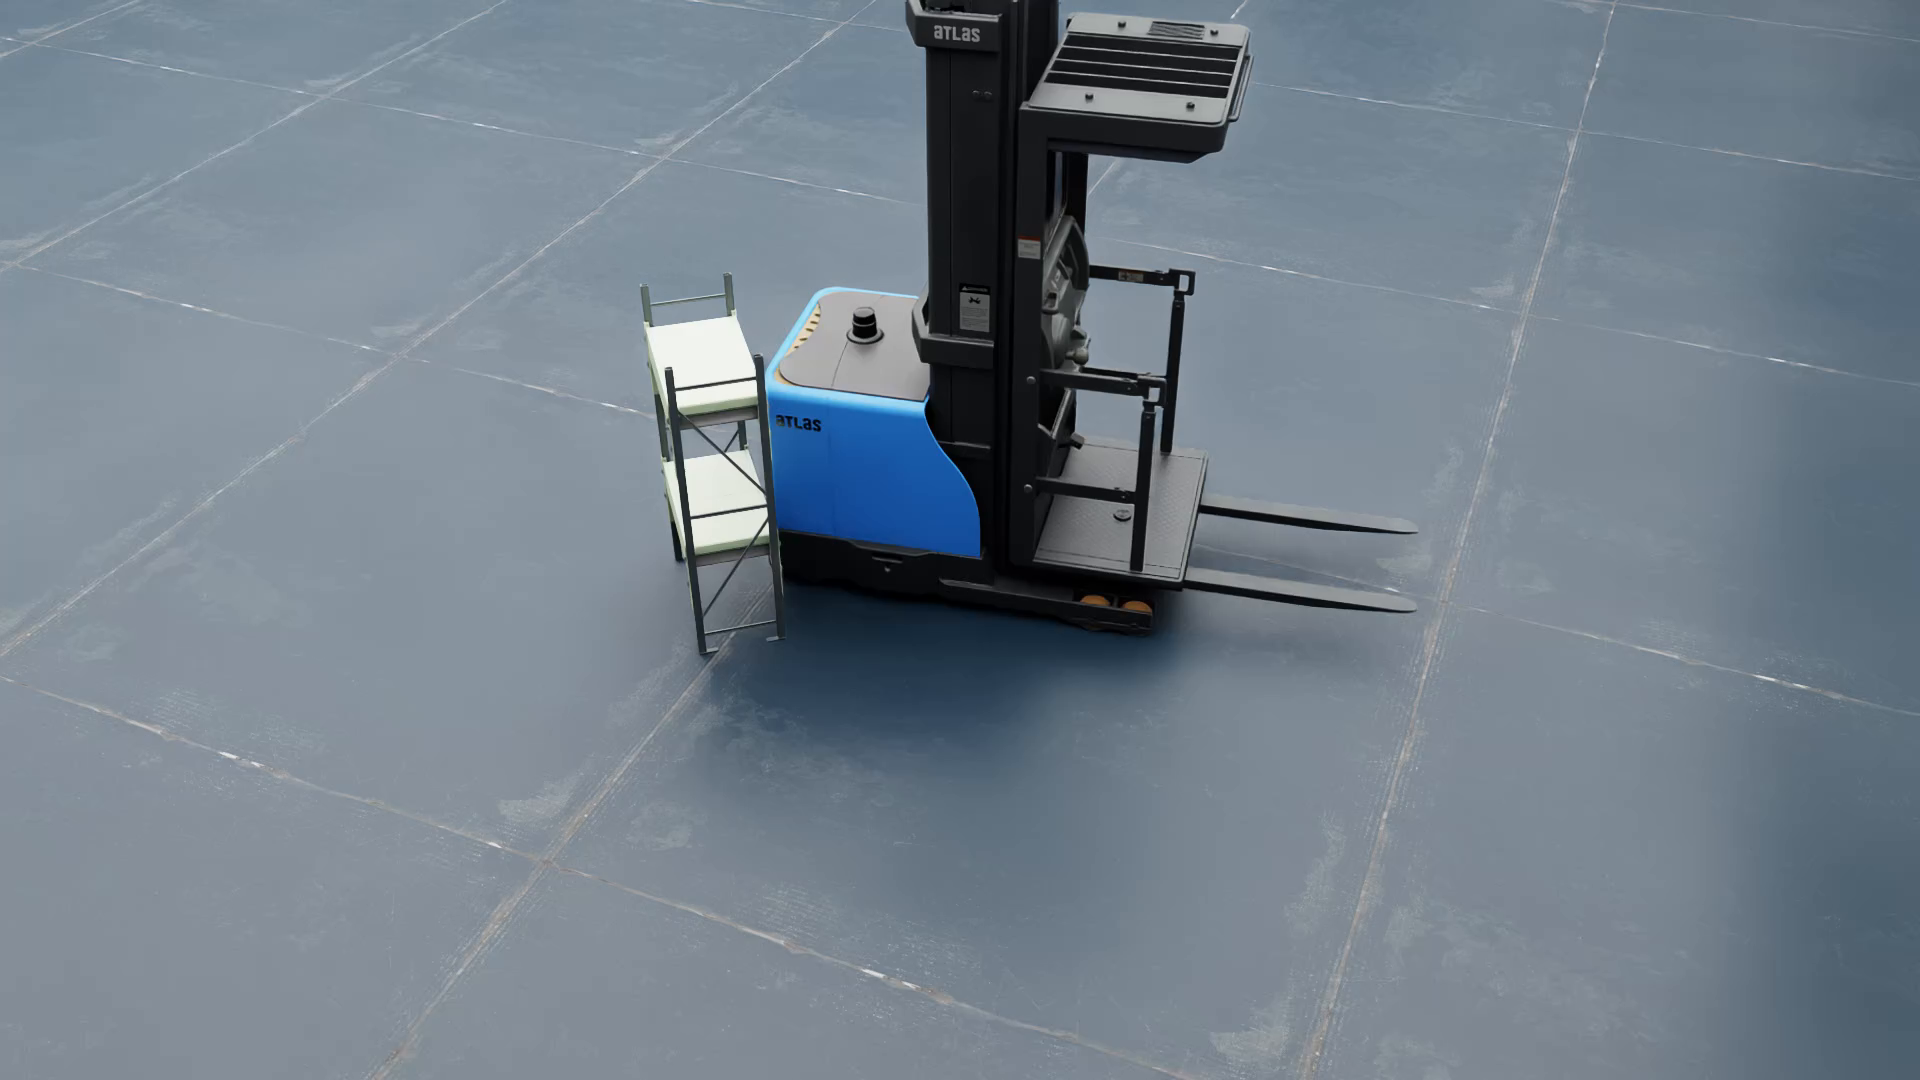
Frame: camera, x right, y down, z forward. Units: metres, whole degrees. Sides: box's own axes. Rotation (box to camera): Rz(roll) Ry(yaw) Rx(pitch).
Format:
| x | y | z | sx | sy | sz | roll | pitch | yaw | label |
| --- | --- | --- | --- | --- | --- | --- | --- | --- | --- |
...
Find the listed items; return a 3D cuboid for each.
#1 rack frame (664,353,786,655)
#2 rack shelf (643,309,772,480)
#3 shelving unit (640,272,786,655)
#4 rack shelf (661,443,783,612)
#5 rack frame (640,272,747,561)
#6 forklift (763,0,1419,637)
| x | y | z | sx | sy | sz | roll | pitch | yaw | label |
| --- | --- | --- | --- | --- | --- | --- | --- | --- | --- |
| -0.994 | -0.119 | 7.156 | 0.400 | 1.500 | 0.023 | -10 | 38 | -13 | rack frame |
| -1.096 | -0.642 | 7.204 | 0.431 | 0.370 | 0.720 | -10 | 38 | -13 | rack shelf |
| -1.096 | -0.329 | 7.438 | 0.431 | 1.500 | 0.755 | -10 | 38 | -13 | shelving unit |
| -1.096 | -0.068 | 7.633 | 0.431 | 0.370 | 0.720 | -10 | 38 | -13 | rack shelf |
| -1.199 | -0.539 | 7.719 | 0.400 | 1.500 | 0.023 | -10 | 38 | -13 | rack frame |
| 0.649 | -1.080 | 7.246 | 3.031 | 2.935 | 1.130 | 8 | 38 | 11 | forklift |
